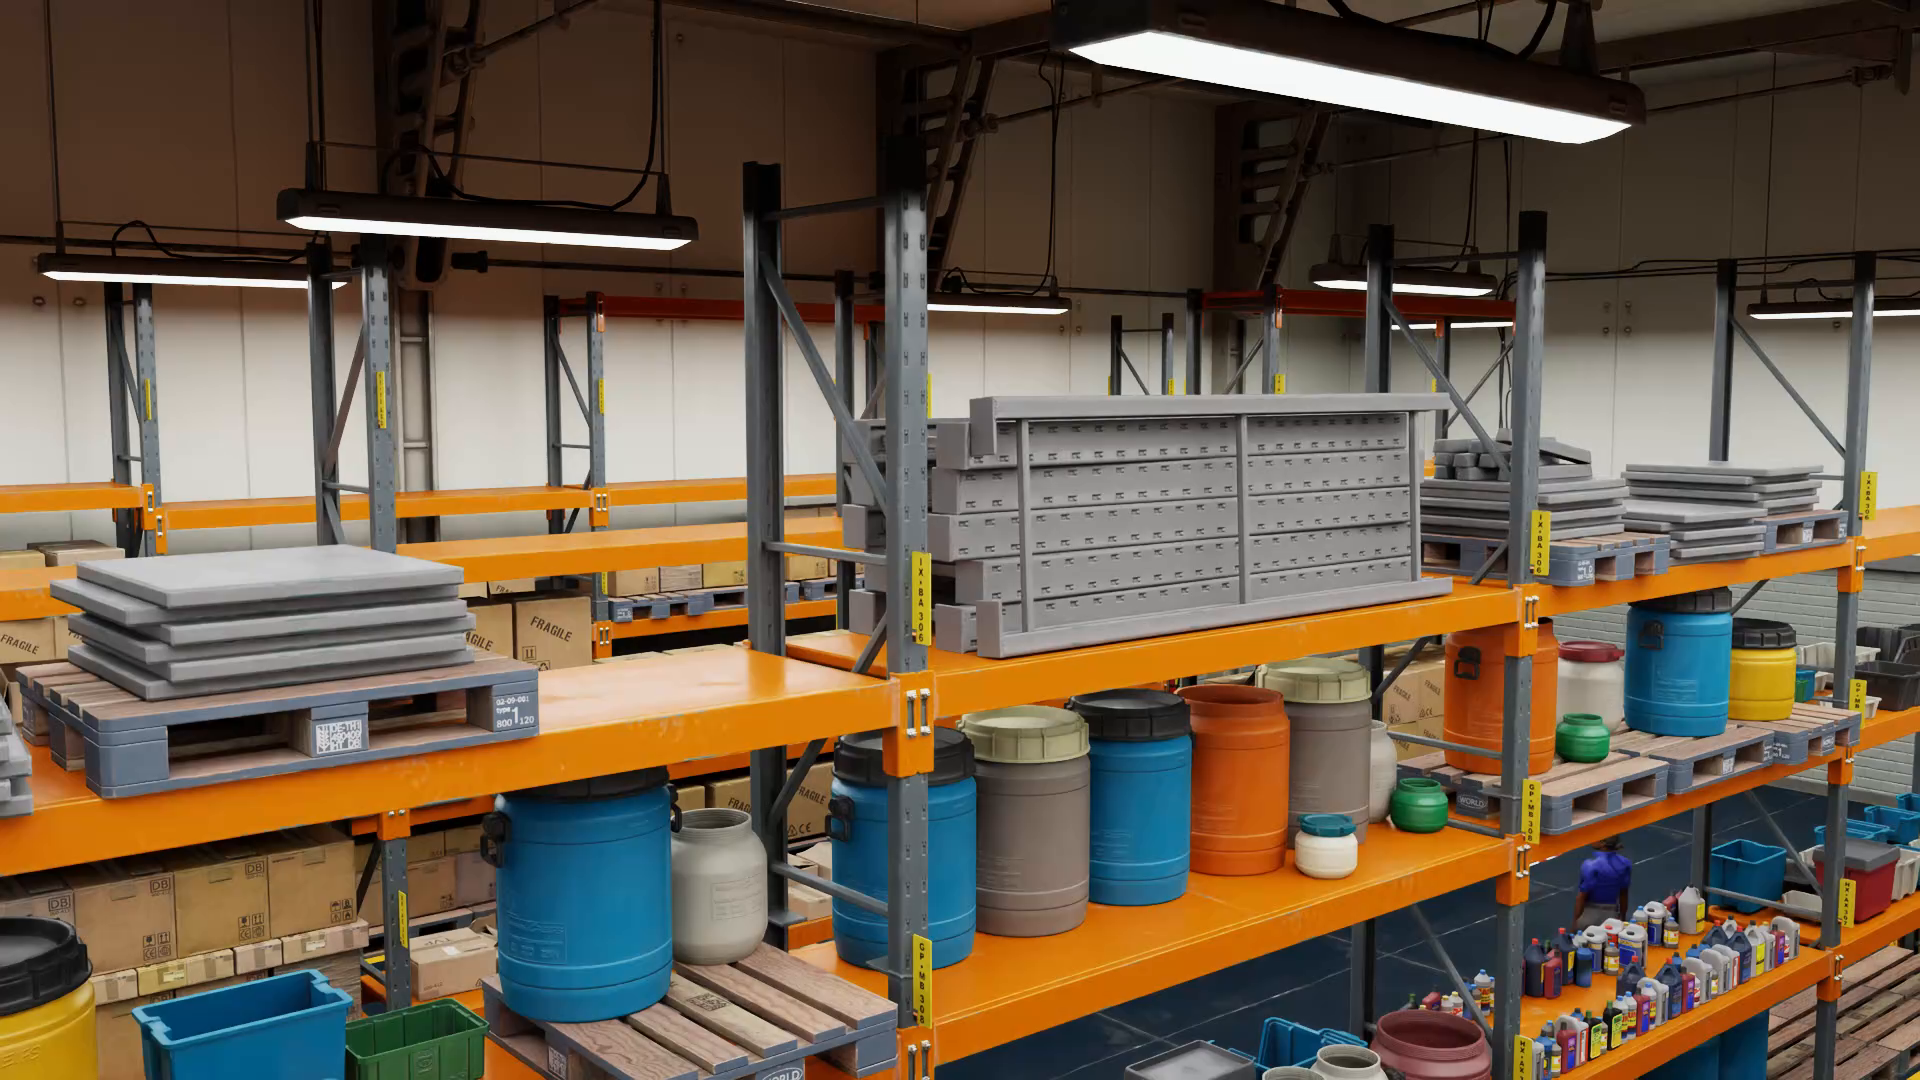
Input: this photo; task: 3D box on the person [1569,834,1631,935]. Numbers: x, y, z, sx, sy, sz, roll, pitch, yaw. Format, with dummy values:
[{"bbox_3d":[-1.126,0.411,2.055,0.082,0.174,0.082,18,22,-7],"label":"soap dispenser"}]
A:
[{"bbox_3d":[5.088,3.058,13.229,0.451,1.645,0.467,1,6,13],"label":"person"}]
